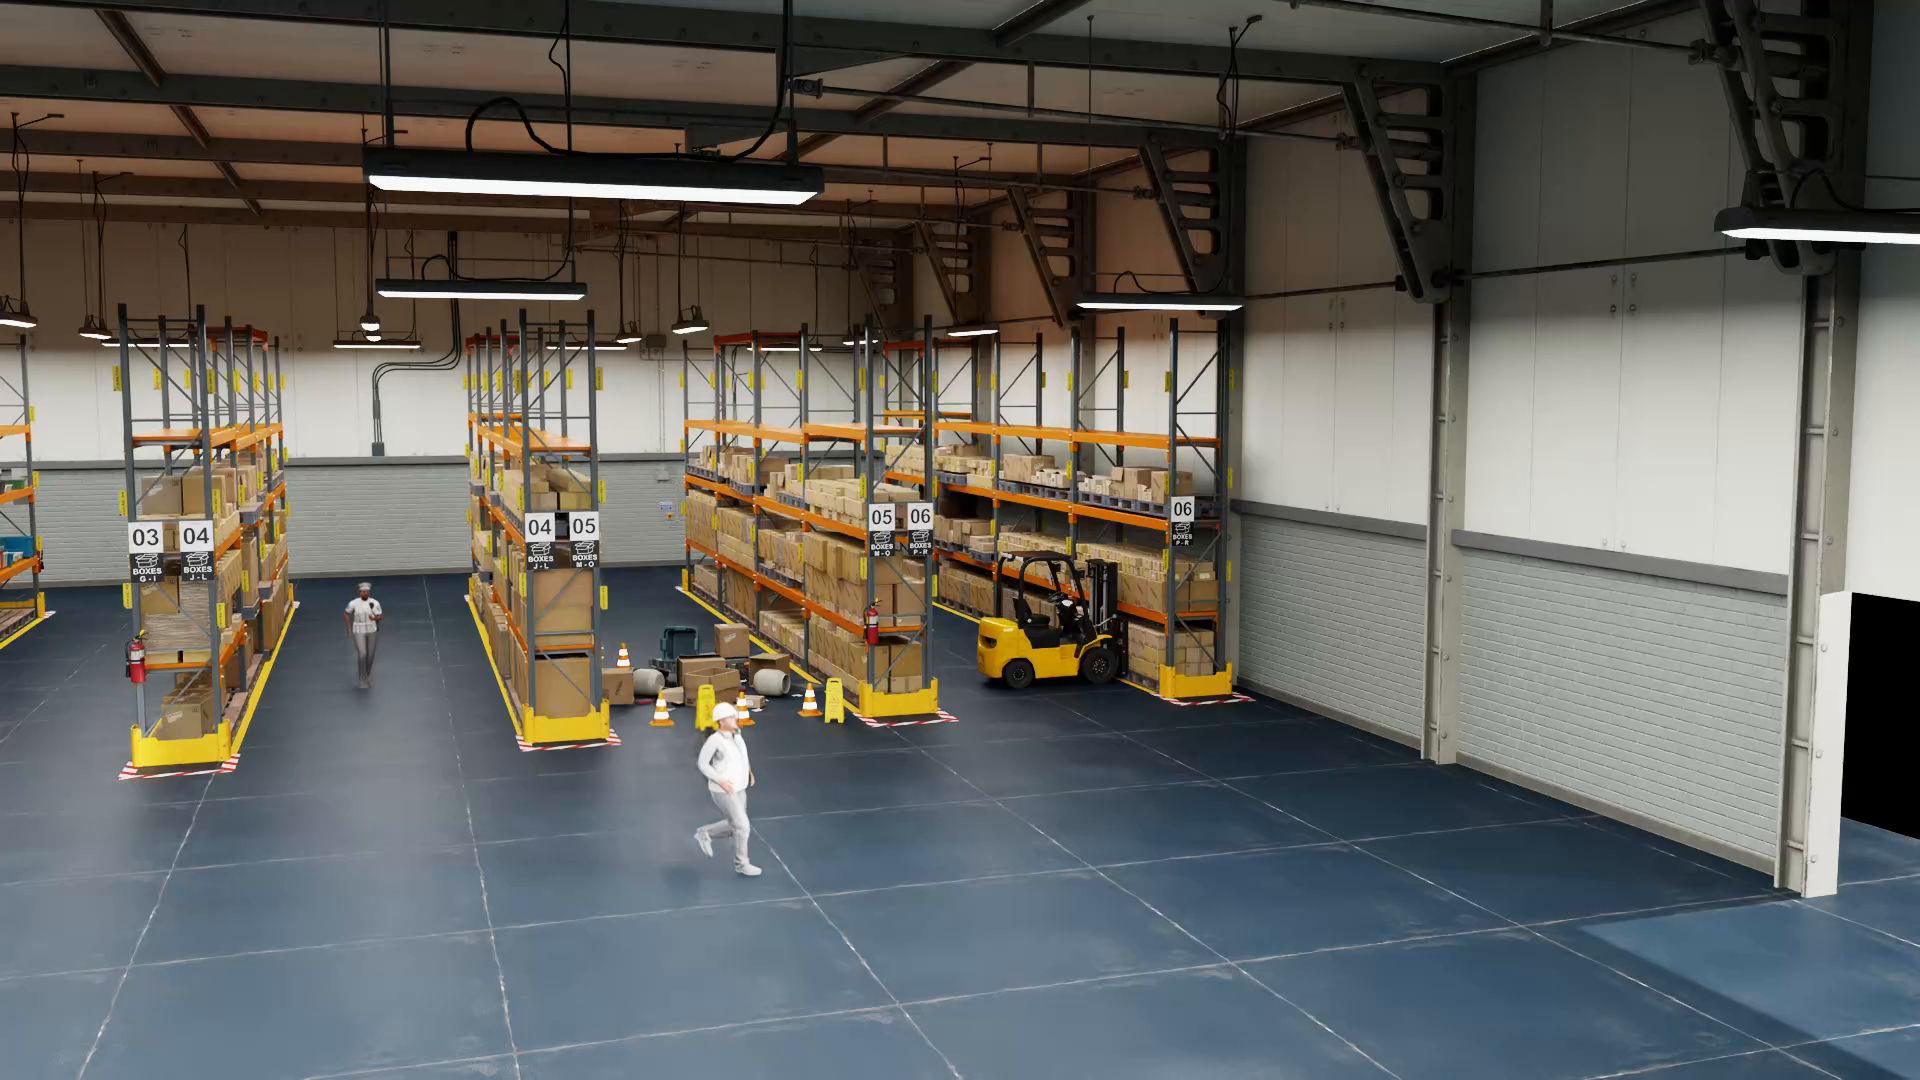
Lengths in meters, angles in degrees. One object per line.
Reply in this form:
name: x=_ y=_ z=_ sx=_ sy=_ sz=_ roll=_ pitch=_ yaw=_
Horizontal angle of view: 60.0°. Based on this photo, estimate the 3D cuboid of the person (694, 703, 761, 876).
person: x=-2.396 y=2.523 z=16.953 sx=0.813 sy=1.745 sz=0.676 roll=2 pitch=6 yaw=20

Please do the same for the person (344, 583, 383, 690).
person: x=-9.798 y=1.569 z=27.378 sx=0.546 sy=1.753 sz=0.755 roll=-3 pitch=6 yaw=-32
